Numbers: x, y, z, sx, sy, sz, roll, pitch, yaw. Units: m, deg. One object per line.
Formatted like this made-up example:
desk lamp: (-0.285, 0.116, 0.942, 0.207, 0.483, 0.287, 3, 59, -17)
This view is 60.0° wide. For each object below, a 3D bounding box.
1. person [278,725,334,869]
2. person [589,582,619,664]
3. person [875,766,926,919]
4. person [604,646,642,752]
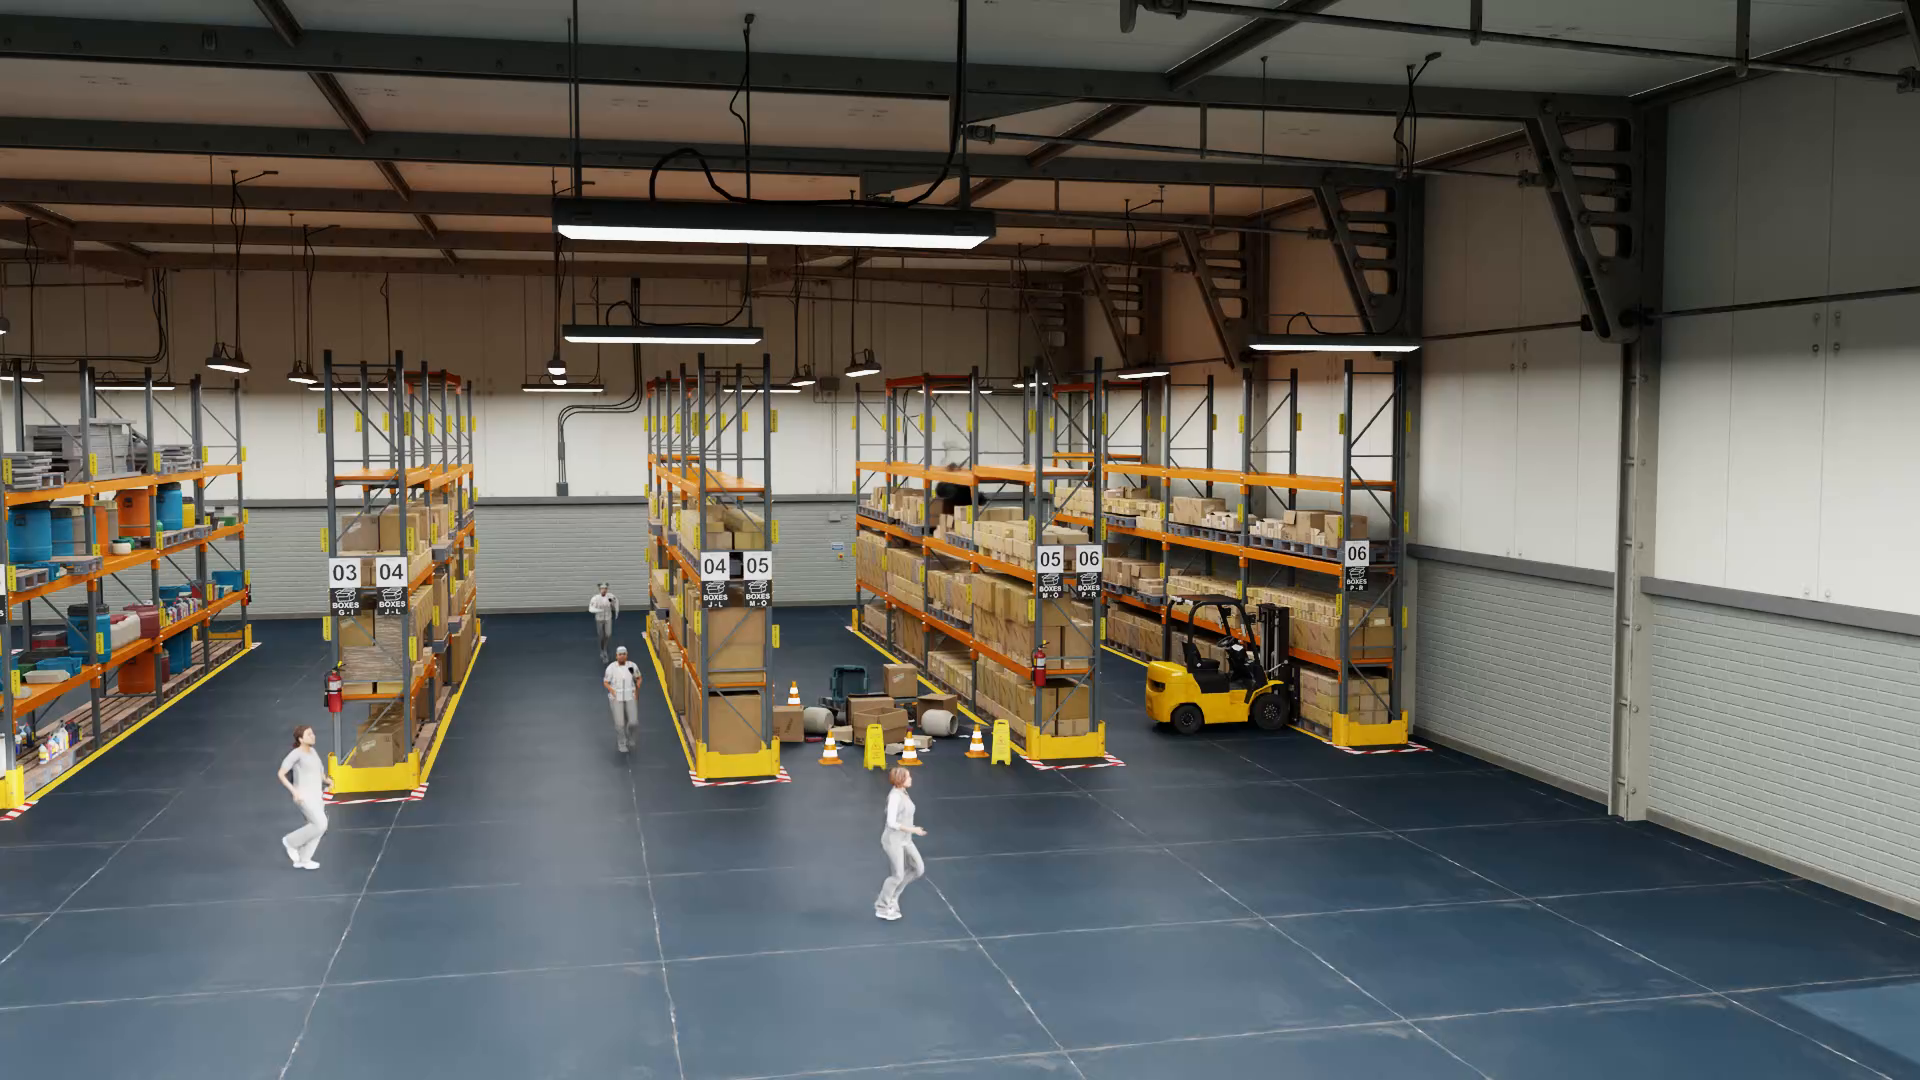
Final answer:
person: (-7.316, 2.888, 18.698, 0.557, 1.627, 0.559, 1, 4, 12)
person: (-7.506, 1.730, 35.064, 0.638, 1.730, 0.804, -1, 4, -18)
person: (-0.591, 3.048, 16.738, 0.569, 1.565, 0.529, 1, 4, 15)
person: (-5.117, 2.433, 25.311, 0.581, 1.611, 0.536, -1, 4, -17)
